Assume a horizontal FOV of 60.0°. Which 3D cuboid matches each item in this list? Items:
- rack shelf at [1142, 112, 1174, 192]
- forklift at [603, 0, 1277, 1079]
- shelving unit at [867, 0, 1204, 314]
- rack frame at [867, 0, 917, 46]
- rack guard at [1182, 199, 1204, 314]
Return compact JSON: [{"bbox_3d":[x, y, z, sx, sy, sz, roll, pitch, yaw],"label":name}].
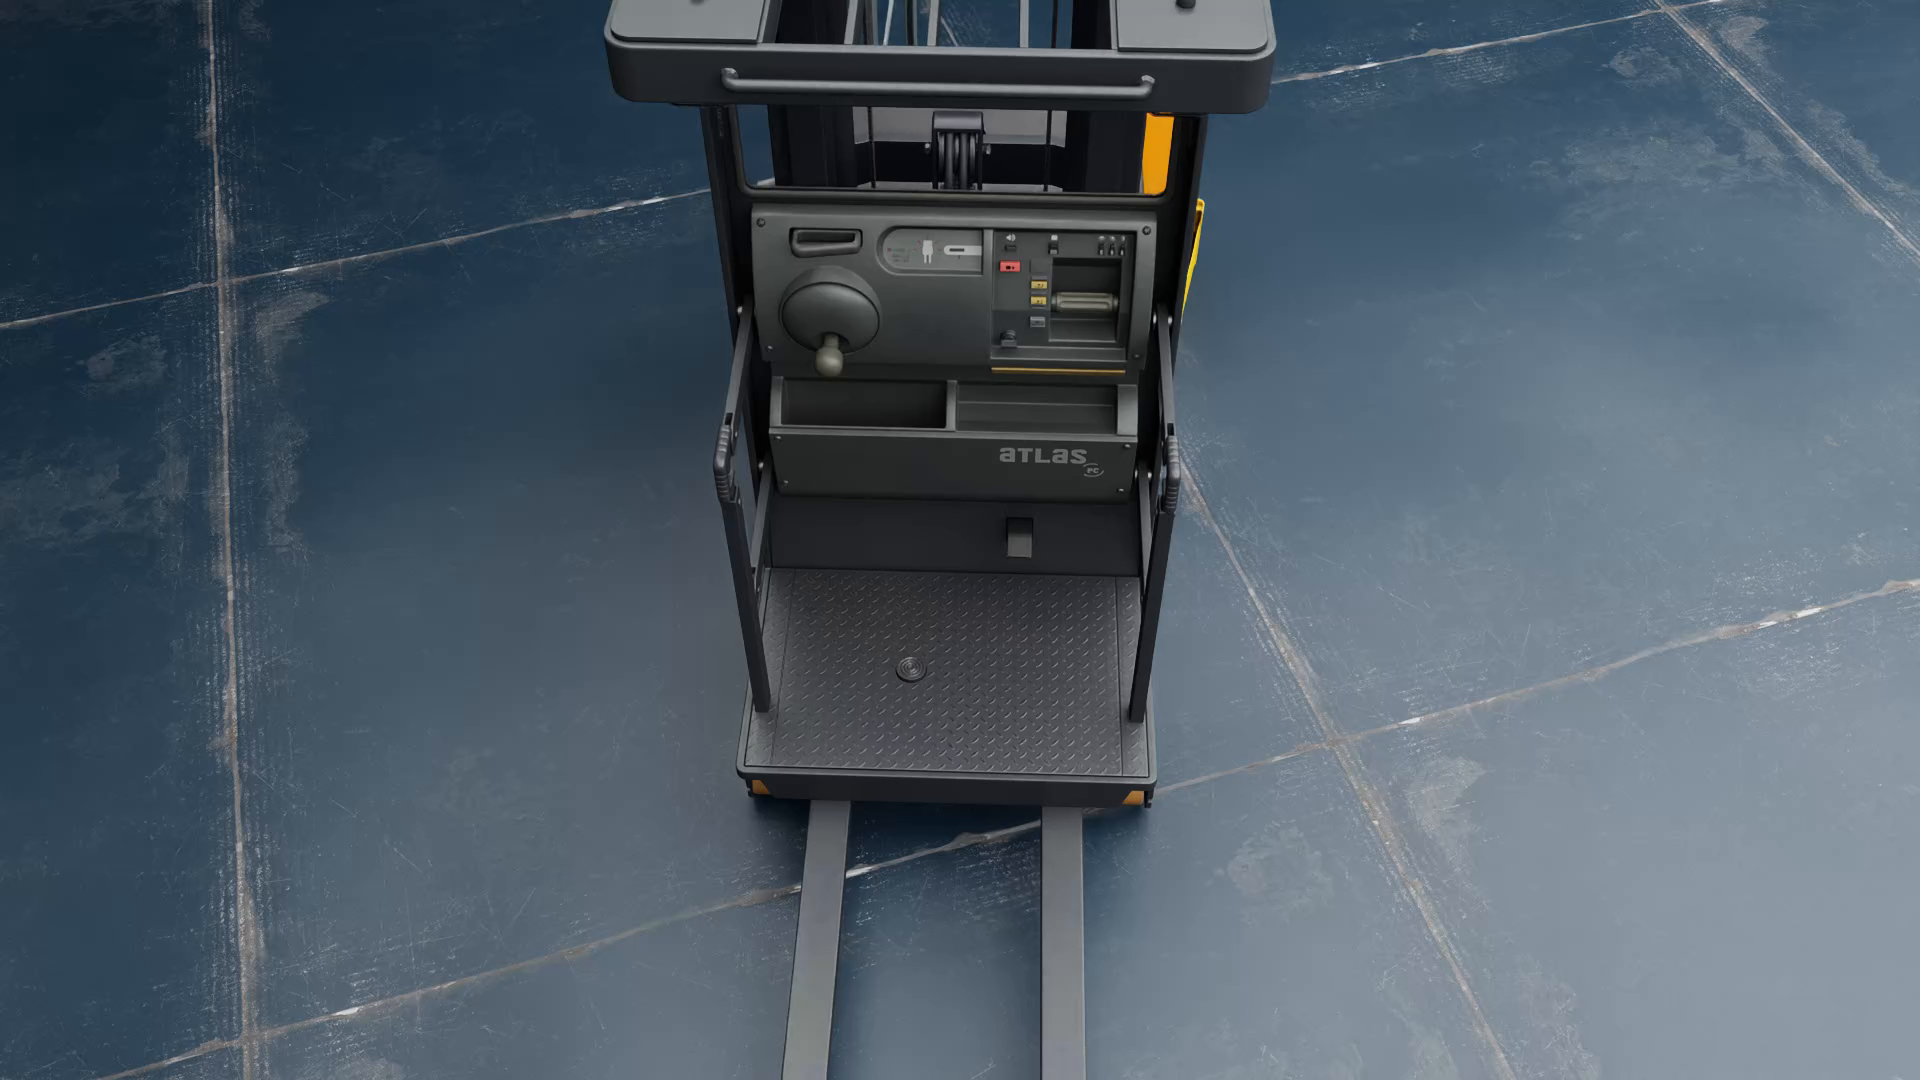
[{"bbox_3d":[0.273,-1.306,5.605,1.000,0.185,0.538,11,51,9],"label":"rack shelf"},{"bbox_3d":[-0.021,-0.468,3.727,1.130,2.935,3.031,1,50,1],"label":"forklift"},{"bbox_3d":[0.282,-1.420,5.466,1.083,1.500,0.587,11,51,9],"label":"shelving unit"},{"bbox_3d":[-0.220,-1.515,5.546,0.032,1.500,0.500,11,51,9],"label":"rack frame"},{"bbox_3d":[0.766,-0.926,5.867,0.087,0.250,0.587,11,51,9],"label":"rack guard"}]
